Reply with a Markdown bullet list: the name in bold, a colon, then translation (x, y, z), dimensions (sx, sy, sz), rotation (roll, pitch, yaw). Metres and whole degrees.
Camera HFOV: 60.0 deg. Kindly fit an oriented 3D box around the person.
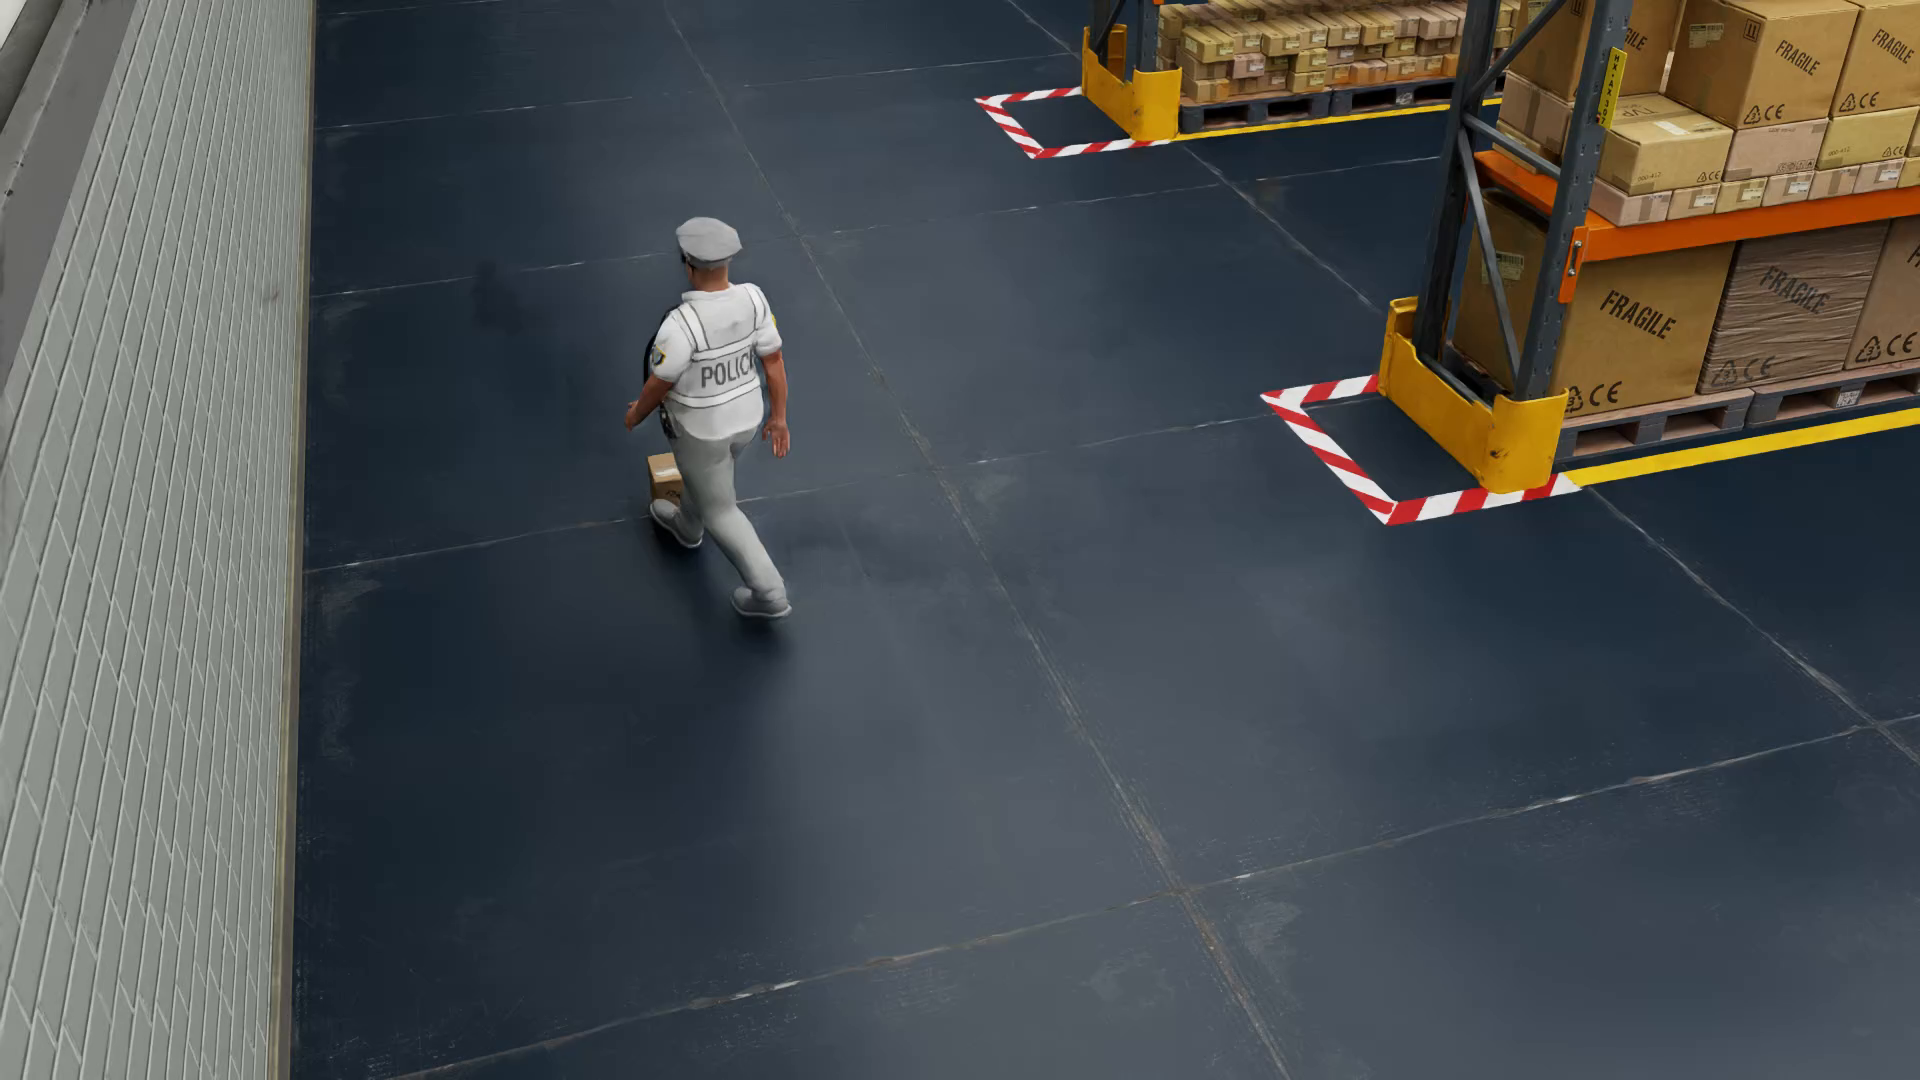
- **person**: translation (-1.095, -0.546, 6.953), dimensions (1.071, 1.708, 0.544), rotation (23, 40, 30)
